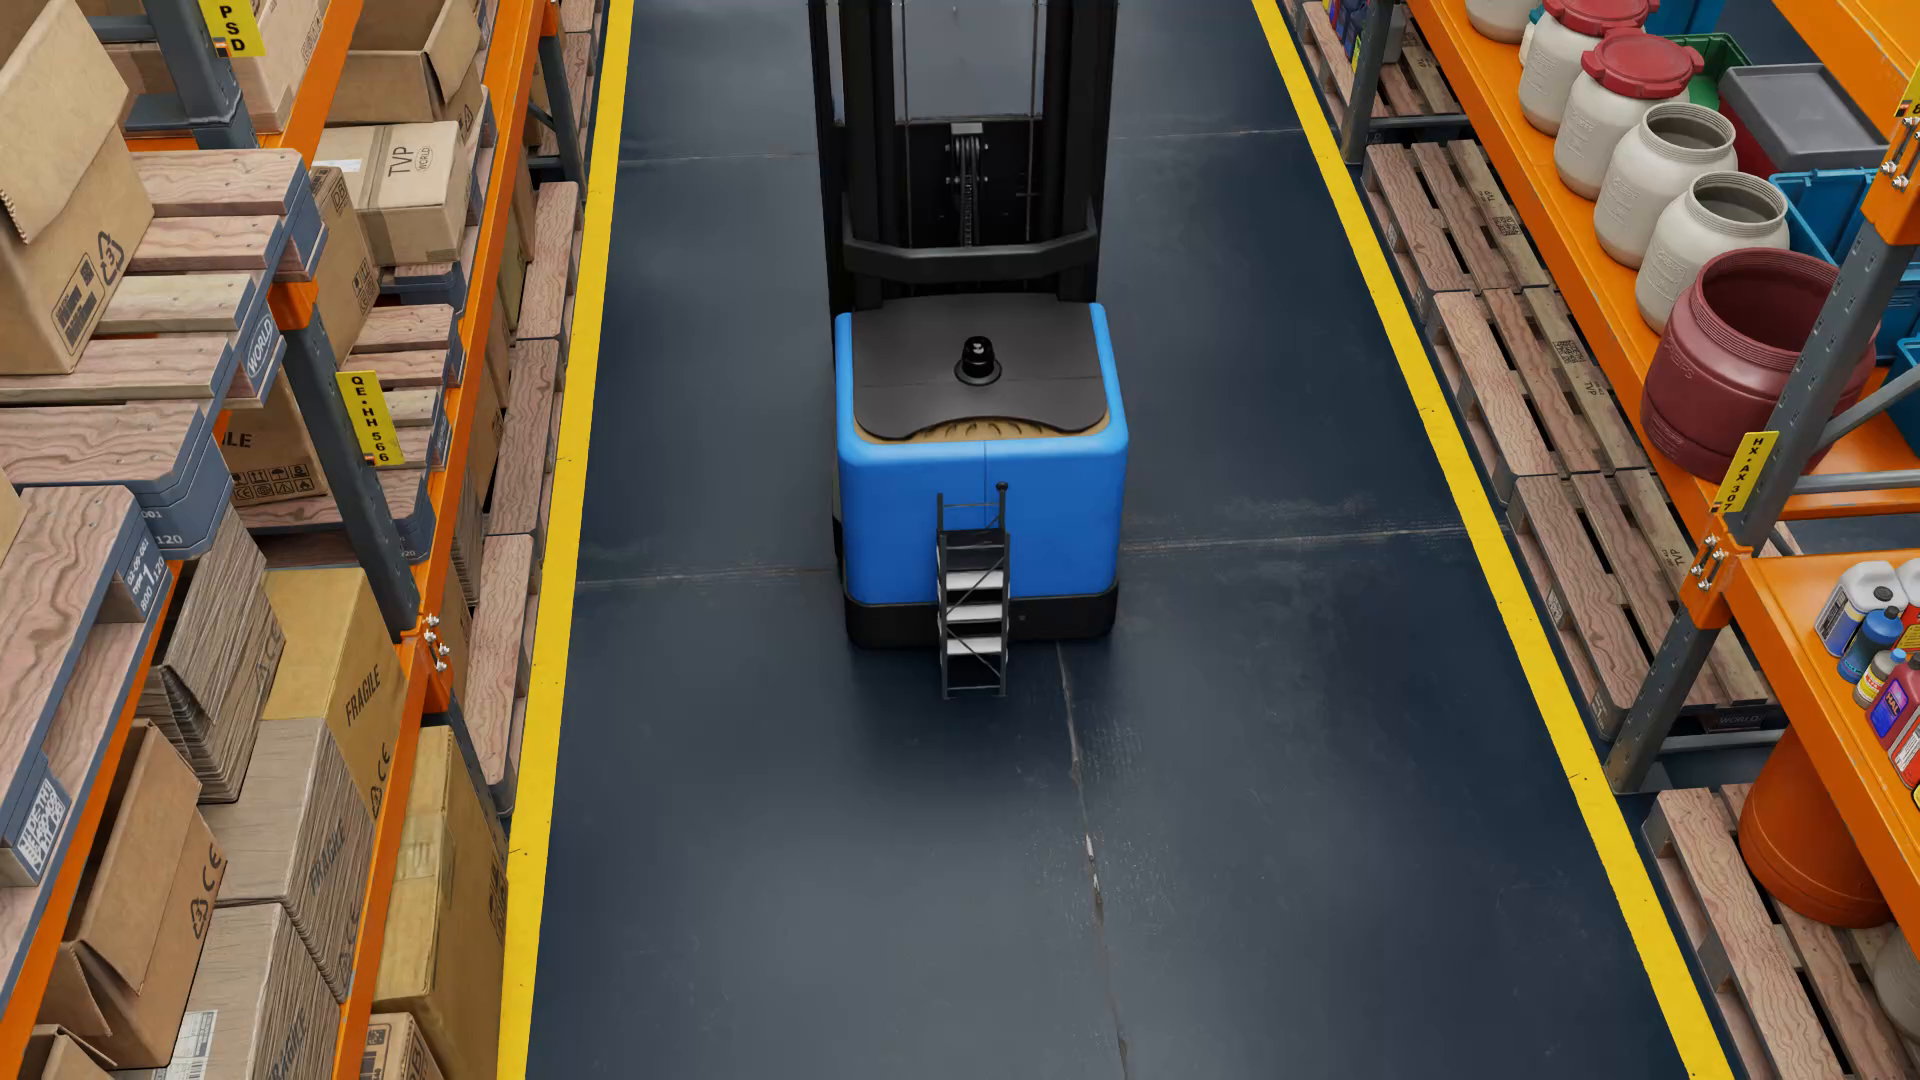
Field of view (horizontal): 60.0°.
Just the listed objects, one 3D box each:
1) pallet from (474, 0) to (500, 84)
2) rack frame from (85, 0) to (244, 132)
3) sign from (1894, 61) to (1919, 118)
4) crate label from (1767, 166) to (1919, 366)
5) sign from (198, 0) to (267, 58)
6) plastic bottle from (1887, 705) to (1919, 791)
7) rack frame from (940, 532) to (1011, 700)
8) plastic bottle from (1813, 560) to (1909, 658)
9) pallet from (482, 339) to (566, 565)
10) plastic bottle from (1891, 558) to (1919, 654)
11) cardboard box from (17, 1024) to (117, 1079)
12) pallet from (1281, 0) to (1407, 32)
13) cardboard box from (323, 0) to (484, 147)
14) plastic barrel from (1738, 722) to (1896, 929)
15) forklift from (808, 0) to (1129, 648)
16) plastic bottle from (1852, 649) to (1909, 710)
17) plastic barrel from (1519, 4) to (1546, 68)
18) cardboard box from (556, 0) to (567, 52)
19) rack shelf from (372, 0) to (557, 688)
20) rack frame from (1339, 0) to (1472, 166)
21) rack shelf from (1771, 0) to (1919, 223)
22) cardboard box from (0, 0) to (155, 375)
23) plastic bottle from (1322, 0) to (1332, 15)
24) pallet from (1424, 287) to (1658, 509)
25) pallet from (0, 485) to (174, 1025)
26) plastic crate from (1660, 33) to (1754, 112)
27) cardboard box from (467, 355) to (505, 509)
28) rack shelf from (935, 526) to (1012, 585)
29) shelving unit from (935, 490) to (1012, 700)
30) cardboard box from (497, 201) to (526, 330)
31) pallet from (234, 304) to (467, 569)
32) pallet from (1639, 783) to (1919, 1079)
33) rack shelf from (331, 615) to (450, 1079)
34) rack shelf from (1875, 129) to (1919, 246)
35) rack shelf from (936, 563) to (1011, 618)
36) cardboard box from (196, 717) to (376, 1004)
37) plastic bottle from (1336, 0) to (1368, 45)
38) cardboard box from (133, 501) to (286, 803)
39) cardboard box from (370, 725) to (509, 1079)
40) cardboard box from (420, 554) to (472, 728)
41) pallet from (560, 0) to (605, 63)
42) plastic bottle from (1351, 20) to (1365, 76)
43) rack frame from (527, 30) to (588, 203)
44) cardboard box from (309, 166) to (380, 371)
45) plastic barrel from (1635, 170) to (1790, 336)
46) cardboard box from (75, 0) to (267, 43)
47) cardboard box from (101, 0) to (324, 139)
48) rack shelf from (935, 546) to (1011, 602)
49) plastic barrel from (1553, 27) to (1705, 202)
[{"bbox_3d":[-2.498,-2.145,6.984,1.003,0.211,1.213,-3,47,-3],"label":"pallet"},{"bbox_3d":[-2.082,-1.941,2.527,1.000,3.000,0.127,-3,47,-3],"label":"rack frame"},{"bbox_3d":[2.306,-1.136,3.903,0.100,0.325,0.005,-3,47,-3],"label":"sign"},{"bbox_3d":[3.040,-0.927,5.674,0.502,0.435,0.616,-3,47,-3],"label":"crate label"},{"bbox_3d":[-1.528,-1.143,3.426,0.100,0.325,0.005,-3,47,-3],"label":"sign"},{"bbox_3d":[2.606,0.531,4.403,0.152,0.276,0.135,-3,47,-3],"label":"plastic bottle"},{"bbox_3d":[0.052,0.290,5.992,0.240,0.900,0.006,-3,47,-2],"label":"rack frame"},{"bbox_3d":[2.568,0.196,4.720,0.152,0.276,0.135,-3,47,-3],"label":"plastic bottle"},{"bbox_3d":[-2.245,-0.366,7.087,1.003,0.211,1.213,-3,47,-3],"label":"pallet"},{"bbox_3d":[2.719,0.187,4.729,0.152,0.276,0.135,-3,47,-3],"label":"plastic bottle"},{"bbox_3d":[-1.922,1.229,2.897,0.797,0.503,0.637,-2,47,-2],"label":"cardboard box"},{"bbox_3d":[2.399,-3.488,10.044,1.003,0.211,1.213,-3,47,-3],"label":"pallet"},{"bbox_3d":[-2.180,-1.704,6.074,0.797,0.503,0.637,1,47,1],"label":"cardboard box"},{"bbox_3d":[2.912,0.775,5.292,0.600,0.830,0.708,-3,47,-3],"label":"plastic barrel"},{"bbox_3d":[-0.006,-1.661,6.441,1.130,2.935,3.031,-3,47,-2],"label":"forklift"},{"bbox_3d":[2.558,0.378,4.600,0.097,0.201,0.097,0,47,0],"label":"plastic bottle"},{"bbox_3d":[2.477,-2.059,6.866,0.301,0.262,0.301,0,47,0],"label":"plastic barrel"},{"bbox_3d":[-2.466,-2.763,8.870,0.500,0.500,0.500,10,47,9],"label":"cardboard box"},{"bbox_3d":[-2.249,-1.078,6.337,1.077,0.370,4.000,-3,47,-3],"label":"rack shelf"},{"bbox_3d":[2.519,-3.073,7.731,1.000,3.000,0.127,-3,47,-3],"label":"rack frame"},{"bbox_3d":[2.686,-2.410,5.533,1.077,0.370,4.000,-3,47,-3],"label":"rack shelf"},{"bbox_3d":[-1.959,-0.653,3.012,0.797,0.503,0.637,-1,47,-1],"label":"cardboard box"},{"bbox_3d":[2.135,-3.135,9.311,0.144,0.351,0.185,-4,47,-4],"label":"plastic bottle"},{"bbox_3d":[2.728,-0.664,7.370,1.003,0.211,1.213,-3,47,-3],"label":"pallet"},{"bbox_3d":[-1.879,0.427,2.481,1.003,0.211,1.213,-2,47,-1],"label":"pallet"},{"bbox_3d":[2.946,-1.758,6.631,0.450,0.188,0.662,-3,47,-3],"label":"plastic crate"},{"bbox_3d":[-2.271,-0.464,6.679,0.700,0.500,0.500,0,47,0],"label":"cardboard box"},{"bbox_3d":[0.046,0.053,5.890,0.258,0.077,0.200,-3,47,-2],"label":"rack shelf"},{"bbox_3d":[0.046,0.216,6.062,0.258,0.900,0.210,-3,47,-2],"label":"shelving unit"},{"bbox_3d":[-2.366,-1.272,7.444,0.700,0.500,0.500,-4,47,-4],"label":"cardboard box"},{"bbox_3d":[-2.248,-0.321,5.257,1.213,0.211,1.003,-3,47,-3],"label":"pallet"},{"bbox_3d":[2.961,1.347,5.465,1.003,0.211,1.213,-3,47,-3],"label":"pallet"},{"bbox_3d":[-1.915,1.816,3.596,1.077,0.370,4.000,-3,47,-3],"label":"rack shelf"},{"bbox_3d":[3.021,0.484,2.792,1.077,0.370,4.000,-3,47,-3],"label":"rack shelf"},{"bbox_3d":[0.046,0.177,6.021,0.258,0.077,0.200,-3,47,-2],"label":"rack shelf"},{"bbox_3d":[-1.758,0.790,4.003,0.500,0.500,0.500,-4,47,-4],"label":"cardboard box"},{"bbox_3d":[2.162,-2.901,9.090,0.144,0.351,0.185,-6,47,-5],"label":"plastic bottle"},{"bbox_3d":[-2.037,0.272,3.803,0.797,0.503,0.637,-2,47,-2],"label":"cardboard box"},{"bbox_3d":[-2.045,1.208,4.850,1.225,0.875,0.875,-5,47,-5],"label":"cardboard box"},{"bbox_3d":[-2.158,0.346,5.911,0.700,0.500,0.500,-6,47,-5],"label":"cardboard box"},{"bbox_3d":[-2.614,-3.182,9.755,1.003,0.211,1.213,-3,47,-3],"label":"pallet"},{"bbox_3d":[2.150,-2.619,8.868,0.061,0.283,0.133,-1,47,-1],"label":"plastic bottle"},{"bbox_3d":[-2.417,-2.772,7.446,1.000,3.000,0.127,-3,47,-3],"label":"rack frame"},{"bbox_3d":[-2.313,-0.843,5.261,0.700,0.500,0.500,3,47,3],"label":"cardboard box"},{"bbox_3d":[2.555,-0.949,5.642,0.421,0.512,0.421,0,47,0],"label":"plastic barrel"},{"bbox_3d":[-1.865,-1.472,3.735,0.500,0.500,0.500,-3,47,-3],"label":"cardboard box"},{"bbox_3d":[-1.868,-1.214,4.007,0.500,0.250,0.500,-3,47,-3],"label":"cardboard box"},{"bbox_3d":[0.046,0.115,5.956,0.258,0.077,0.200,-3,47,-2],"label":"rack shelf"},{"bbox_3d":[2.478,-1.571,6.215,0.433,0.535,0.433,0,47,0],"label":"plastic barrel"}]
